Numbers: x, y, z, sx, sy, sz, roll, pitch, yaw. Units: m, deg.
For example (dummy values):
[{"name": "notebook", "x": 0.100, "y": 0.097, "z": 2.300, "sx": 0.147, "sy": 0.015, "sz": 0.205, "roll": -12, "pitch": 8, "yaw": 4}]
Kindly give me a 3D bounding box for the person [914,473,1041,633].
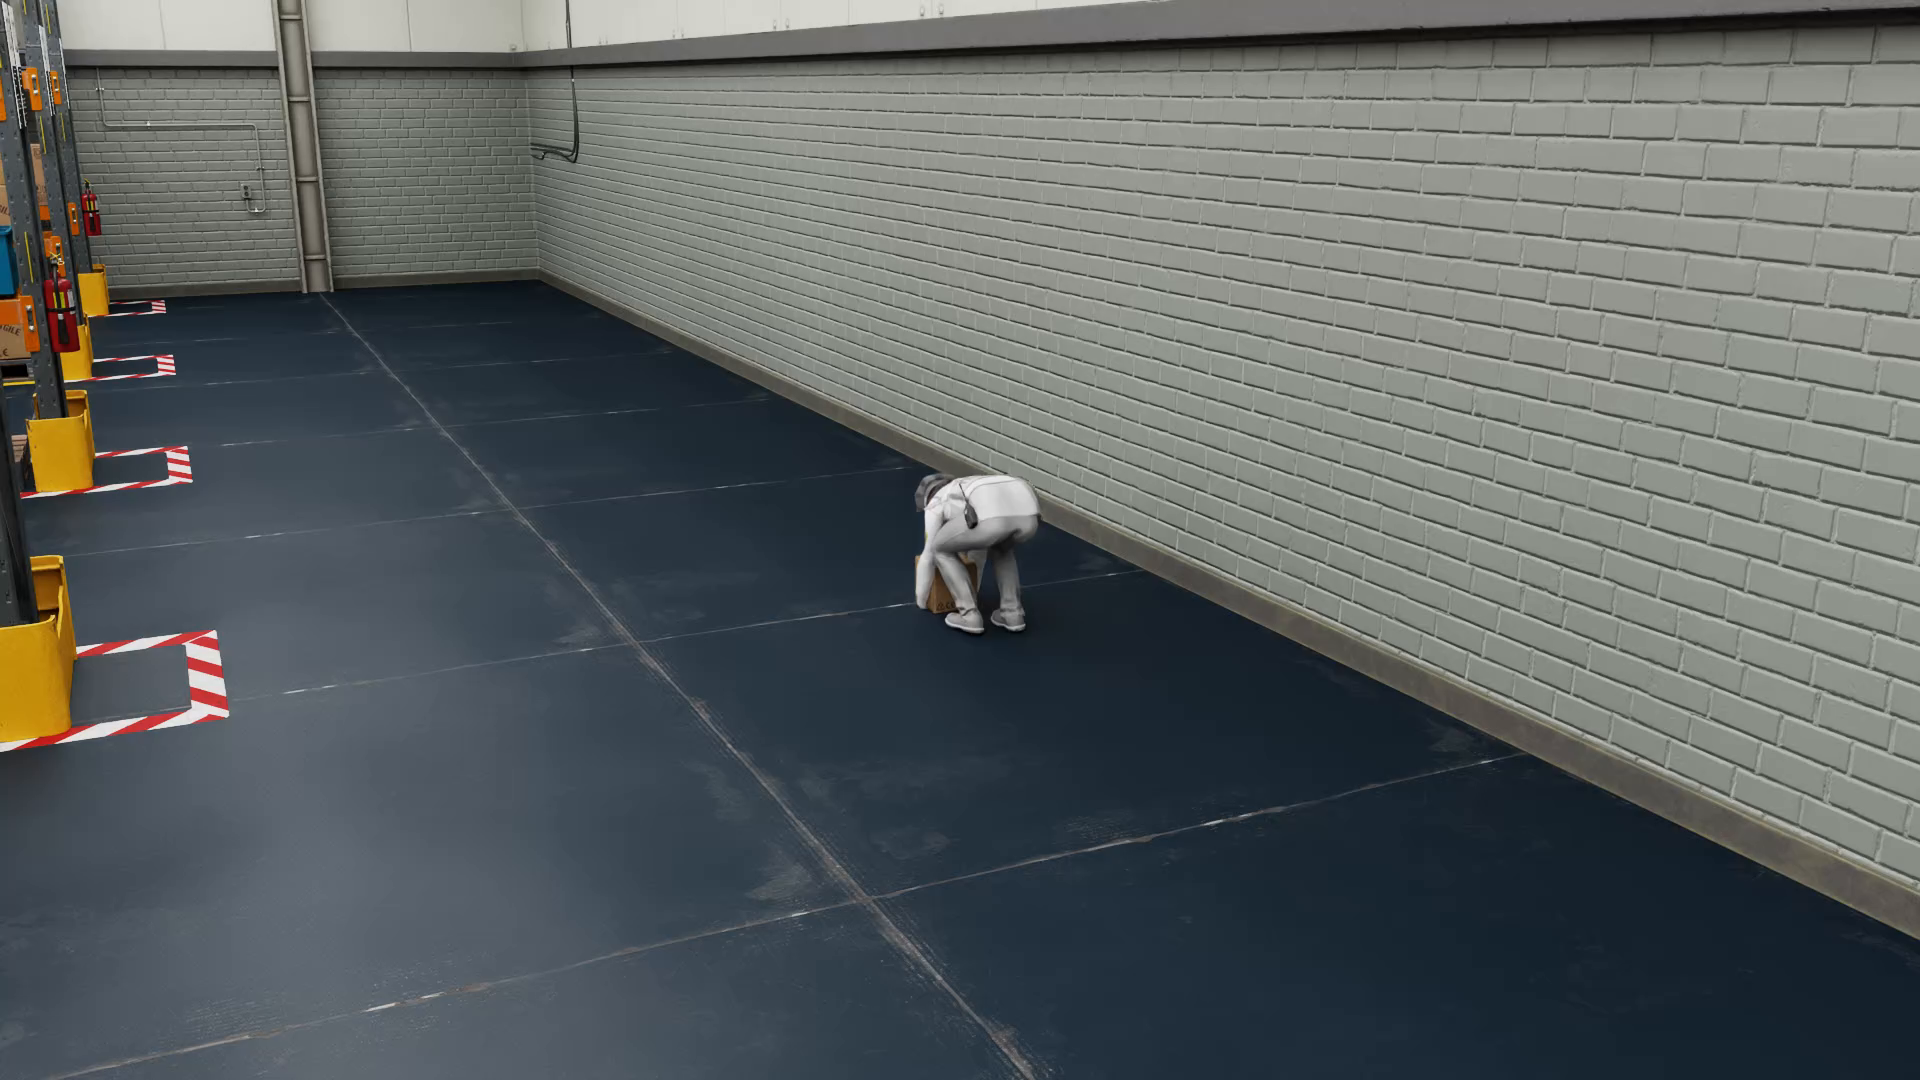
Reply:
[{"name": "person", "x": 0.070, "y": 0.042, "z": 8.528, "sx": 0.454, "sy": 0.823, "sz": 0.897, "roll": -8, "pitch": 17, "yaw": -27}]
